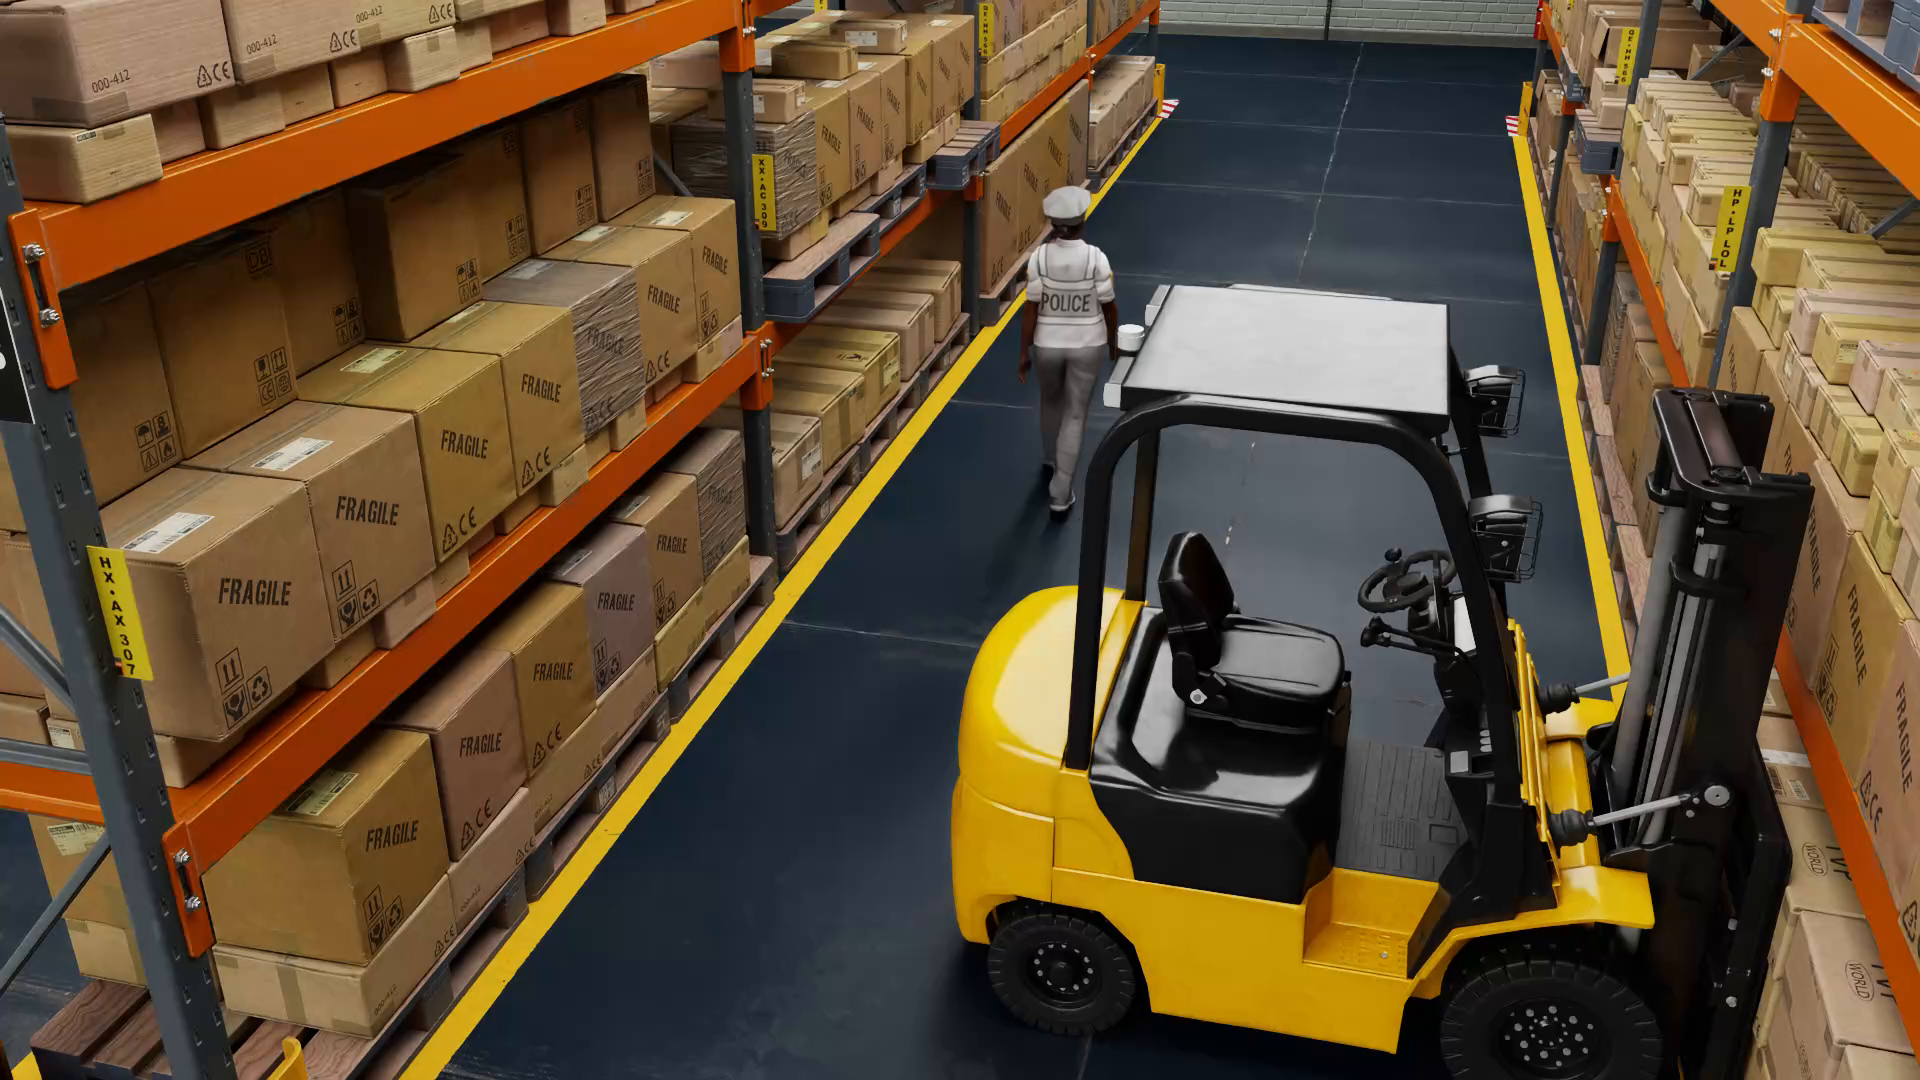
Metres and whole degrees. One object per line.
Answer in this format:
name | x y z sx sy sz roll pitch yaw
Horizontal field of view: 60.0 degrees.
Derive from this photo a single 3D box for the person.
person | 0.586 -1.039 8.743 0.484 1.675 0.862 6 26 12
